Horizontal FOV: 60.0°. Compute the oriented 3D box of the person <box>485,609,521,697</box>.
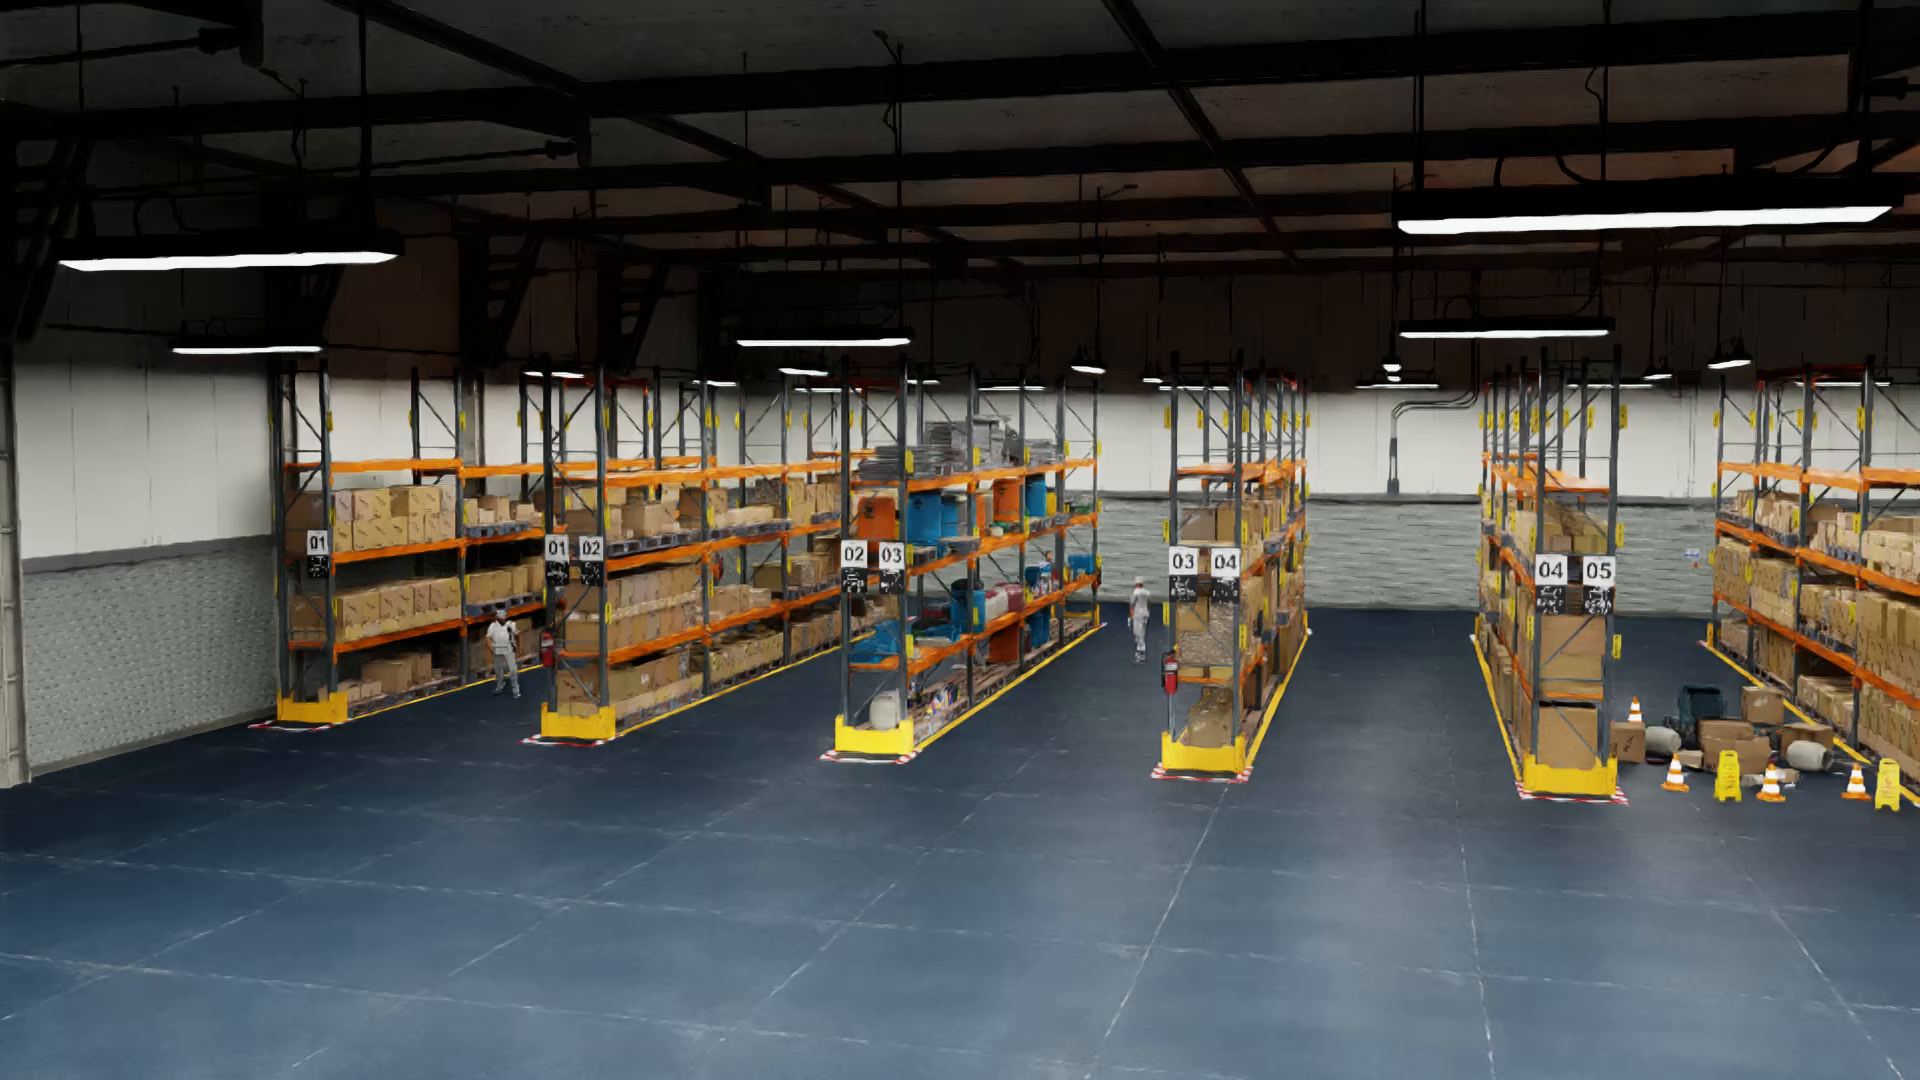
[{"bbox_3d":[-8.246,2.029,30.183,0.661,1.599,0.805,0,4,-3],"label":"person"}]

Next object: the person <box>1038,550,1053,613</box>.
[{"bbox_3d":[2.180,1.075,43.350,0.546,1.635,0.547,-2,4,-22],"label":"person"}]

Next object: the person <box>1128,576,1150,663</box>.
[{"bbox_3d":[3.686,1.624,34.386,0.576,1.785,0.658,4,5,41],"label":"person"}]

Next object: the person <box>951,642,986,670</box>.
[{"bbox_3d":[0.200,1.682,32.056,0.565,1.637,0.664,-2,5,-30],"label":"person"}]
